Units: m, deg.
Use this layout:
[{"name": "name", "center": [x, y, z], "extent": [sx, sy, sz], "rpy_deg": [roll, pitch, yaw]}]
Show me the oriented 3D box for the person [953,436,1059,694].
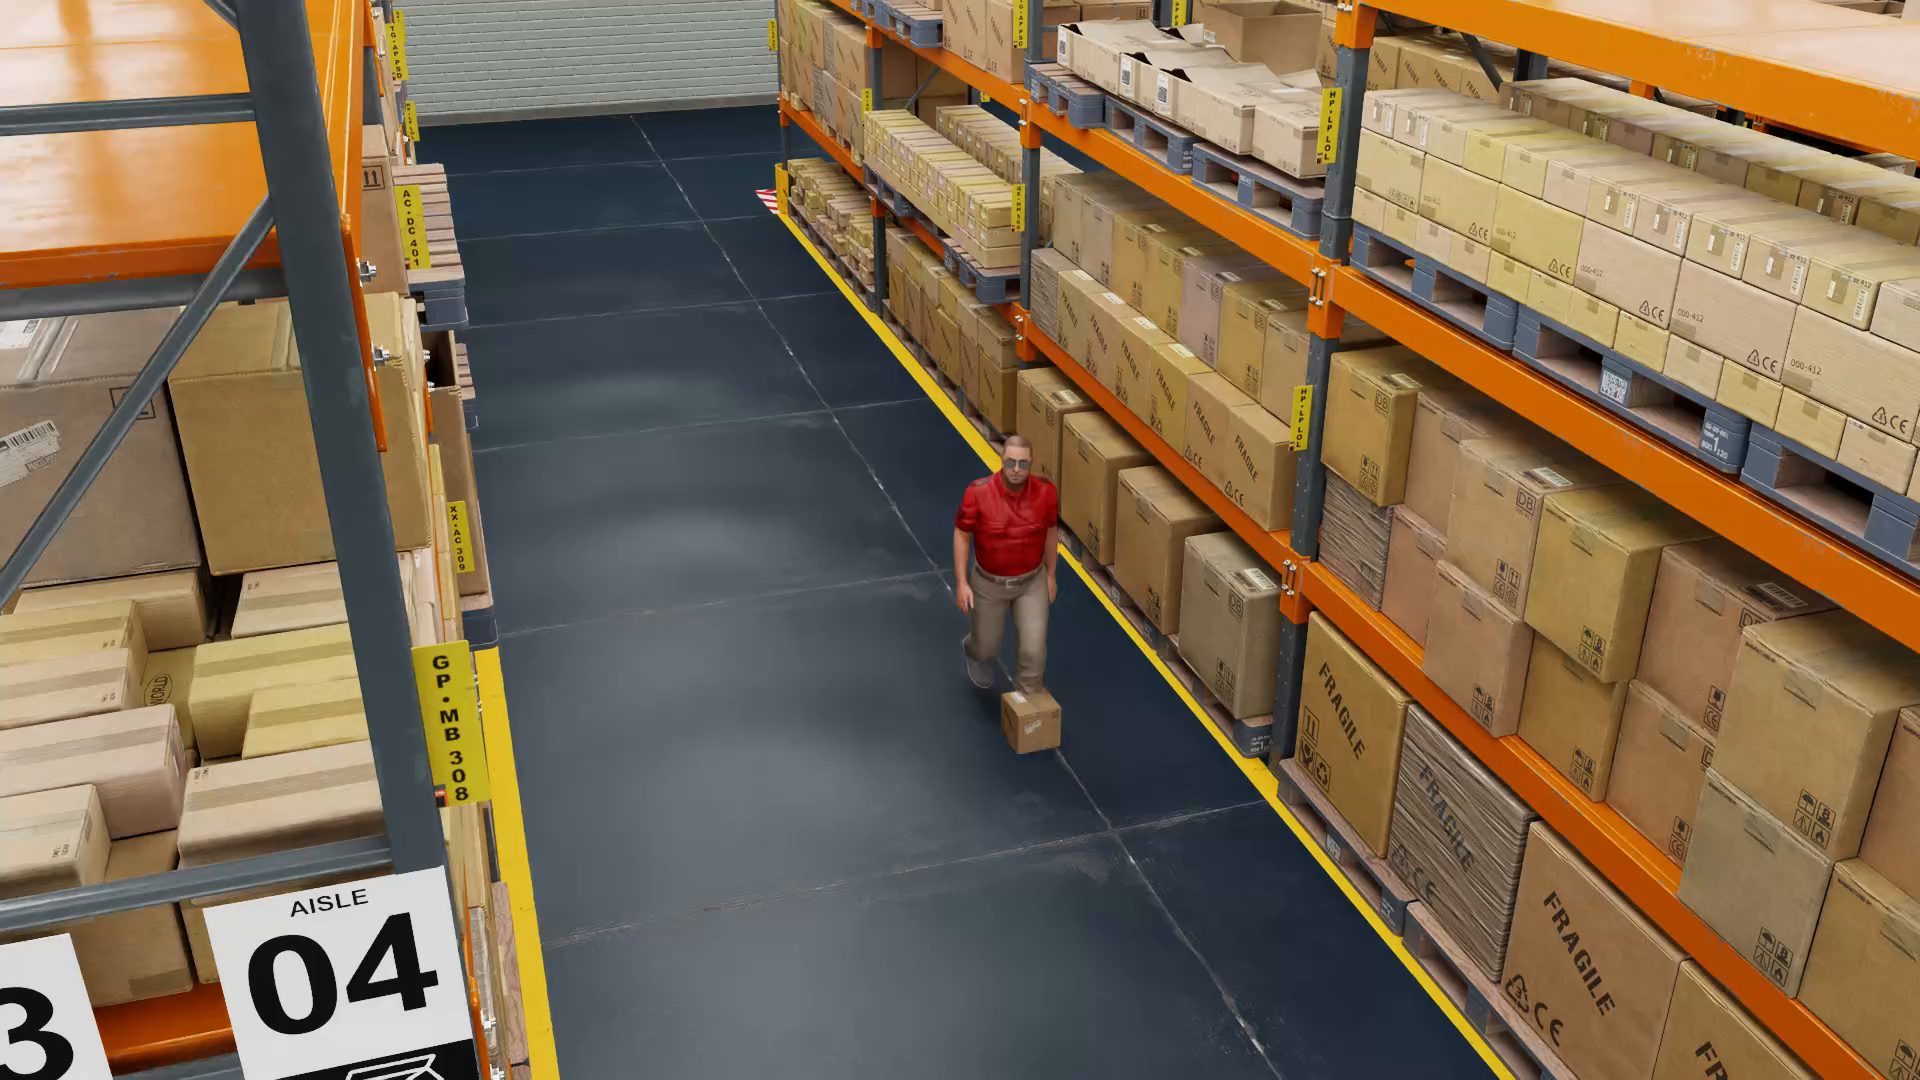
[{"name": "person", "center": [0.239, 0.190, 9.005], "extent": [0.584, 1.701, 0.788], "rpy_deg": [-4, 27, -9]}]
